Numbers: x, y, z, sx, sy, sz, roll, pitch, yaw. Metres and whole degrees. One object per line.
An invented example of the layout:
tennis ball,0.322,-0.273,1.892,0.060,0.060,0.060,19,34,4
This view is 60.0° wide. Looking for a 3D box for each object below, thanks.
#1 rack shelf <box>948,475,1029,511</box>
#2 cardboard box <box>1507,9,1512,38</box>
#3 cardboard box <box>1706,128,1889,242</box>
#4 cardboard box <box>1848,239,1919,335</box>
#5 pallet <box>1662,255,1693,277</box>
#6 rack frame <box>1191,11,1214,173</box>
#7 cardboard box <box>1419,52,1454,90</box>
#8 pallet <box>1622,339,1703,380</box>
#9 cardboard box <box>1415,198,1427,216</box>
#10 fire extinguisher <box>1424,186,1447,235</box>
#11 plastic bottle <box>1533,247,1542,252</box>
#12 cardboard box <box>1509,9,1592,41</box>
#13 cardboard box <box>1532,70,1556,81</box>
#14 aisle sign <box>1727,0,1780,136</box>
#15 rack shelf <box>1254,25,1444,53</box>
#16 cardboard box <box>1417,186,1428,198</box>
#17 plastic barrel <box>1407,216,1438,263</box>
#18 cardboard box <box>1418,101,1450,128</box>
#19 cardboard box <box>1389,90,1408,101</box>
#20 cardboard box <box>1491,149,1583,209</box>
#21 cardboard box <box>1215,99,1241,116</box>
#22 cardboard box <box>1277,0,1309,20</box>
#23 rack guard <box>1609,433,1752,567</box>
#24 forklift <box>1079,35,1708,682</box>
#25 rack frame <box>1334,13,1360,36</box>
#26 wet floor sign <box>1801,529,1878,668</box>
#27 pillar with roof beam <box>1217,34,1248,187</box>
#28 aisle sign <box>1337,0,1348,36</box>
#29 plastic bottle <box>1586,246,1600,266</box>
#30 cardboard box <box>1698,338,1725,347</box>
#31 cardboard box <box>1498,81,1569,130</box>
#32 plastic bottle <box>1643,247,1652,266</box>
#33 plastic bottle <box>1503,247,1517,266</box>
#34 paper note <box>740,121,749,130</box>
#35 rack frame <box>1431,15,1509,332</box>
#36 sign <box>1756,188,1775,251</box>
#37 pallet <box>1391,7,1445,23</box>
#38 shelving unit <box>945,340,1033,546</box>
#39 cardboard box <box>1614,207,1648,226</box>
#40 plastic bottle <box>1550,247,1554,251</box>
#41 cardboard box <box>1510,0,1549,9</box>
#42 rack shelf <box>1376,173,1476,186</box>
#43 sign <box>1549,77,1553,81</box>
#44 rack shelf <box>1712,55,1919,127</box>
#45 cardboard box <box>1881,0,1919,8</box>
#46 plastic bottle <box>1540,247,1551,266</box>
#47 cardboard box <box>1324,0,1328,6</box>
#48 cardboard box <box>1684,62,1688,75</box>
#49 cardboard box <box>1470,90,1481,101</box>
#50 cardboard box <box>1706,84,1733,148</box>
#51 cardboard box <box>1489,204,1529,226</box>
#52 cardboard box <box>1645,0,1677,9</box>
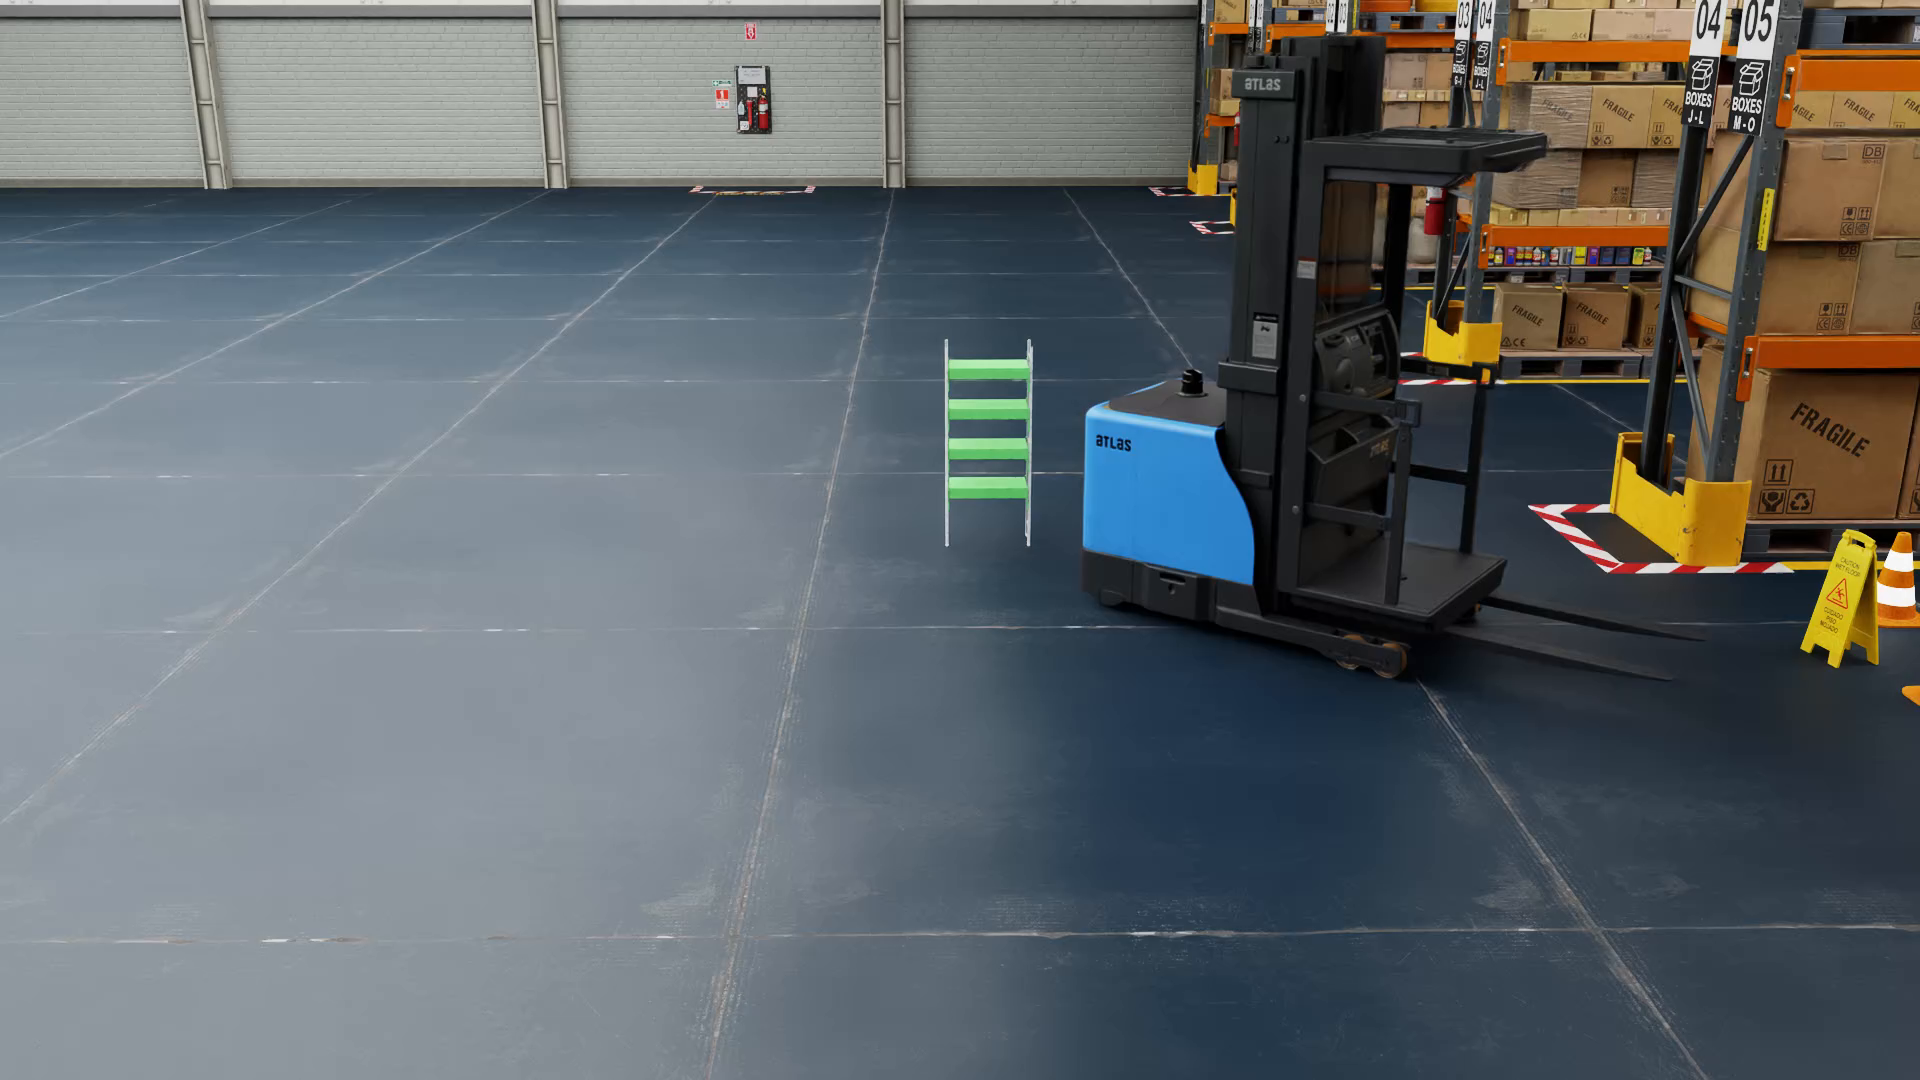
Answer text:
rack shelf,0.166,-0.283,9.960,0.480,0.148,0.258,0,18,-1
cardboard box,4.855,-4.406,14.206,0.500,0.250,0.500,0,18,0
cardboard box,4.726,-2.029,9.449,0.550,0.550,0.875,0,18,-1
cardboard box,5.274,-1.550,9.723,0.550,0.550,0.875,0,18,-1
pallet,9.083,-3.189,19.643,1.213,0.211,1.003,0,18,-1
rack frame,4.143,-7.508,28.540,0.127,3.000,1.000,0,18,-1
cardboard box,6.774,-6.670,23.642,0.500,0.500,0.700,0,18,-1
pallet,6.483,-1.640,14.813,1.213,0.211,1.003,0,18,-1
cardboard box,6.764,-4.829,24.005,0.500,0.250,0.500,0,18,-1
fire extinguisher,4.255,-3.072,14.841,0.183,0.674,0.296,0,18,-1
plastic bottle,6.898,-3.488,19.750,0.135,0.276,0.152,0,18,-1
cardboard box,4.863,-4.249,13.718,0.500,0.250,0.500,0,18,1
cardboard box,9.868,-7.789,28.534,0.500,0.500,0.700,2,18,7
aisle sign,4.288,-2.600,8.985,0.004,0.787,0.394,0,18,-1
rack shelf,6.224,-7.090,23.506,4.000,0.370,1.077,0,18,-1
cardboard box,6.764,-5.190,23.903,0.500,0.500,0.500,0,18,-1
plastic barrel,5.457,-3.526,19.514,0.421,0.512,0.421,0,18,0
cardboard box,6.751,-6.052,23.838,0.500,0.500,0.700,0,18,0
cardboard box,6.157,-6.294,23.533,0.250,0.149,0.380,0,18,0
cardboard box,4.927,-3.153,14.314,0.500,0.500,0.875,0,18,-1
cardboard box,4.635,-7.351,28.265,0.500,0.250,0.500,-1,18,-2
cardboard box,5.537,-8.914,27.816,0.500,0.500,0.500,1,18,2
rack guard,4.330,-0.263,10.050,0.348,0.500,1.175,0,18,-1
forklift,2.132,-0.916,8.106,3.031,2.935,1.130,13,22,34
rack frame,4.299,-4.482,19.108,0.127,3.000,1.000,0,18,-1
wet floor sign,4.357,0.272,8.142,0.232,0.644,0.267,-3,18,-10
pillar with roof beam,4.897,-9.317,24.359,0.400,9.000,9.100,0,18,-1
aisle sign,4.232,-5.630,18.431,0.004,0.787,0.394,0,18,-1
plastic bottle,7.305,-3.311,19.187,0.133,0.283,0.061,1,18,3
cardboard box,6.784,-1.976,14.702,0.500,0.500,0.500,-2,18,-6
cardboard box,4.923,-3.712,14.422,0.500,0.500,0.500,0,18,-1
plastic bottle,7.941,-3.281,19.226,0.097,0.201,0.097,0,18,0
plastic bottle,6.343,-3.307,19.172,0.133,0.283,0.061,0,18,0
paper note,-3.820,-7.347,29.481,0.142,0.148,0.016,0,18,-1
rack frame,4.377,-2.969,14.392,0.127,3.000,1.000,0,18,-1
sign,4.357,-1.734,8.995,0.005,0.325,0.100,0,18,-1
pallet,6.155,-7.383,23.386,1.213,0.211,1.003,0,18,-1
shelving unit,0.166,-0.572,9.867,0.503,1.200,0.258,0,18,-1
cardboard box,5.666,-2.776,14.203,0.250,0.149,0.380,0,18,-1
plastic bottle,7.130,-3.551,19.933,0.133,0.283,0.061,1,18,2
cardboard box,4.656,-4.446,13.680,0.250,0.149,0.380,0,18,-1
rack shelf,6.299,-4.149,19.248,4.000,0.370,1.077,0,18,-1
sign,8.234,-6.294,23.211,0.005,0.325,0.100,0,18,-1
rack shelf,6.354,-2.549,9.350,4.000,0.370,1.077,0,18,-1
cardboard box,4.957,-2.915,8.874,0.250,0.149,0.380,0,18,0
plastic bottle,6.762,-3.309,19.198,0.097,0.271,0.097,0,18,0
cardboard box,5.372,-7.704,23.571,0.500,0.250,0.500,0,18,-1
cardboard box,12.628,-8.026,28.244,0.500,0.250,0.500,0,18,0
cardboard box,7.184,-6.299,23.549,0.250,0.149,0.380,0,18,-1
cardboard box,6.431,-3.561,13.951,0.500,0.500,0.500,0,18,-1
cardboard box,4.666,-2.778,14.208,0.250,0.149,0.380,0,18,-1
cardboard box,5.684,-4.436,13.649,0.250,0.149,0.380,0,18,-1
